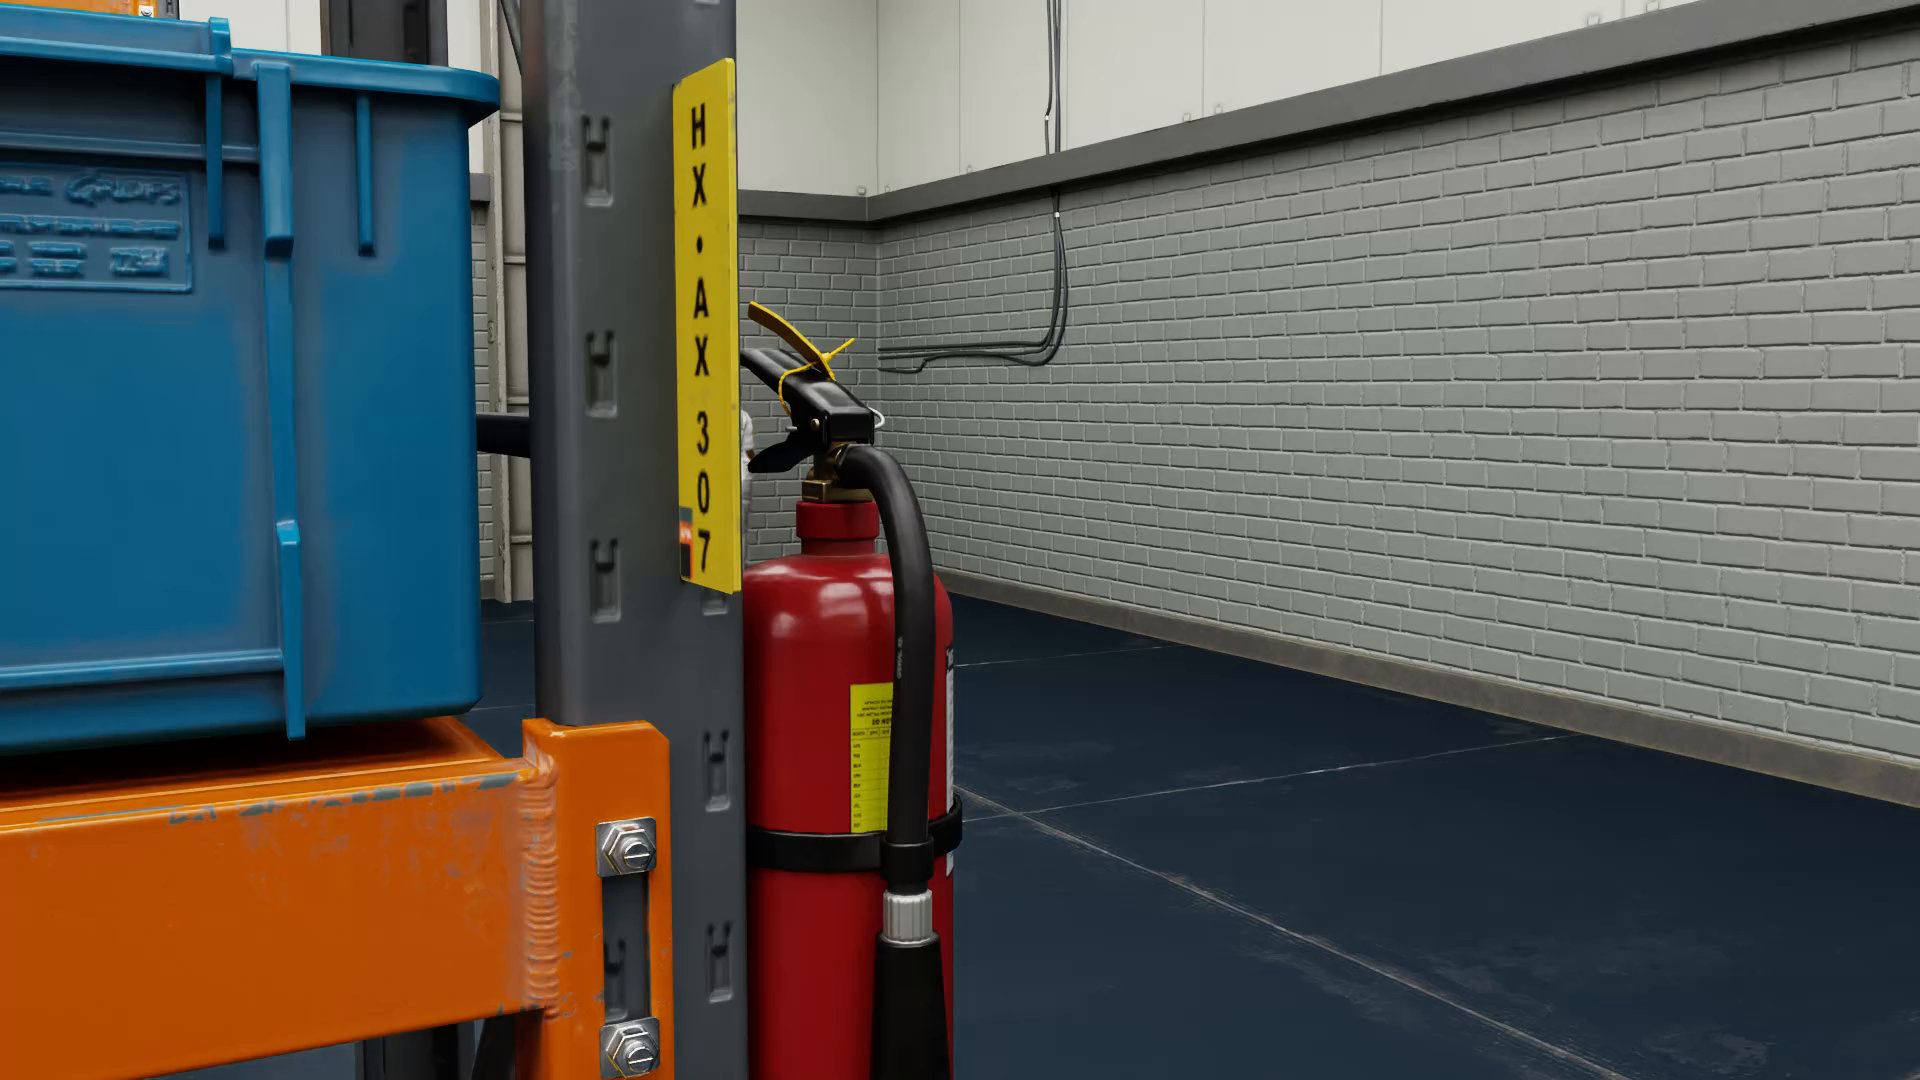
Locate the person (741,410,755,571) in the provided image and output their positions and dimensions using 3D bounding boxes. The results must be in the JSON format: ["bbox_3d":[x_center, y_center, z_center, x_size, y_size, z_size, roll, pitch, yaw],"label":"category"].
[{"bbox_3d":[-1.751,-0.378,12.212,0.478,1.666,0.817,-2,5,-16],"label":"person"}]
